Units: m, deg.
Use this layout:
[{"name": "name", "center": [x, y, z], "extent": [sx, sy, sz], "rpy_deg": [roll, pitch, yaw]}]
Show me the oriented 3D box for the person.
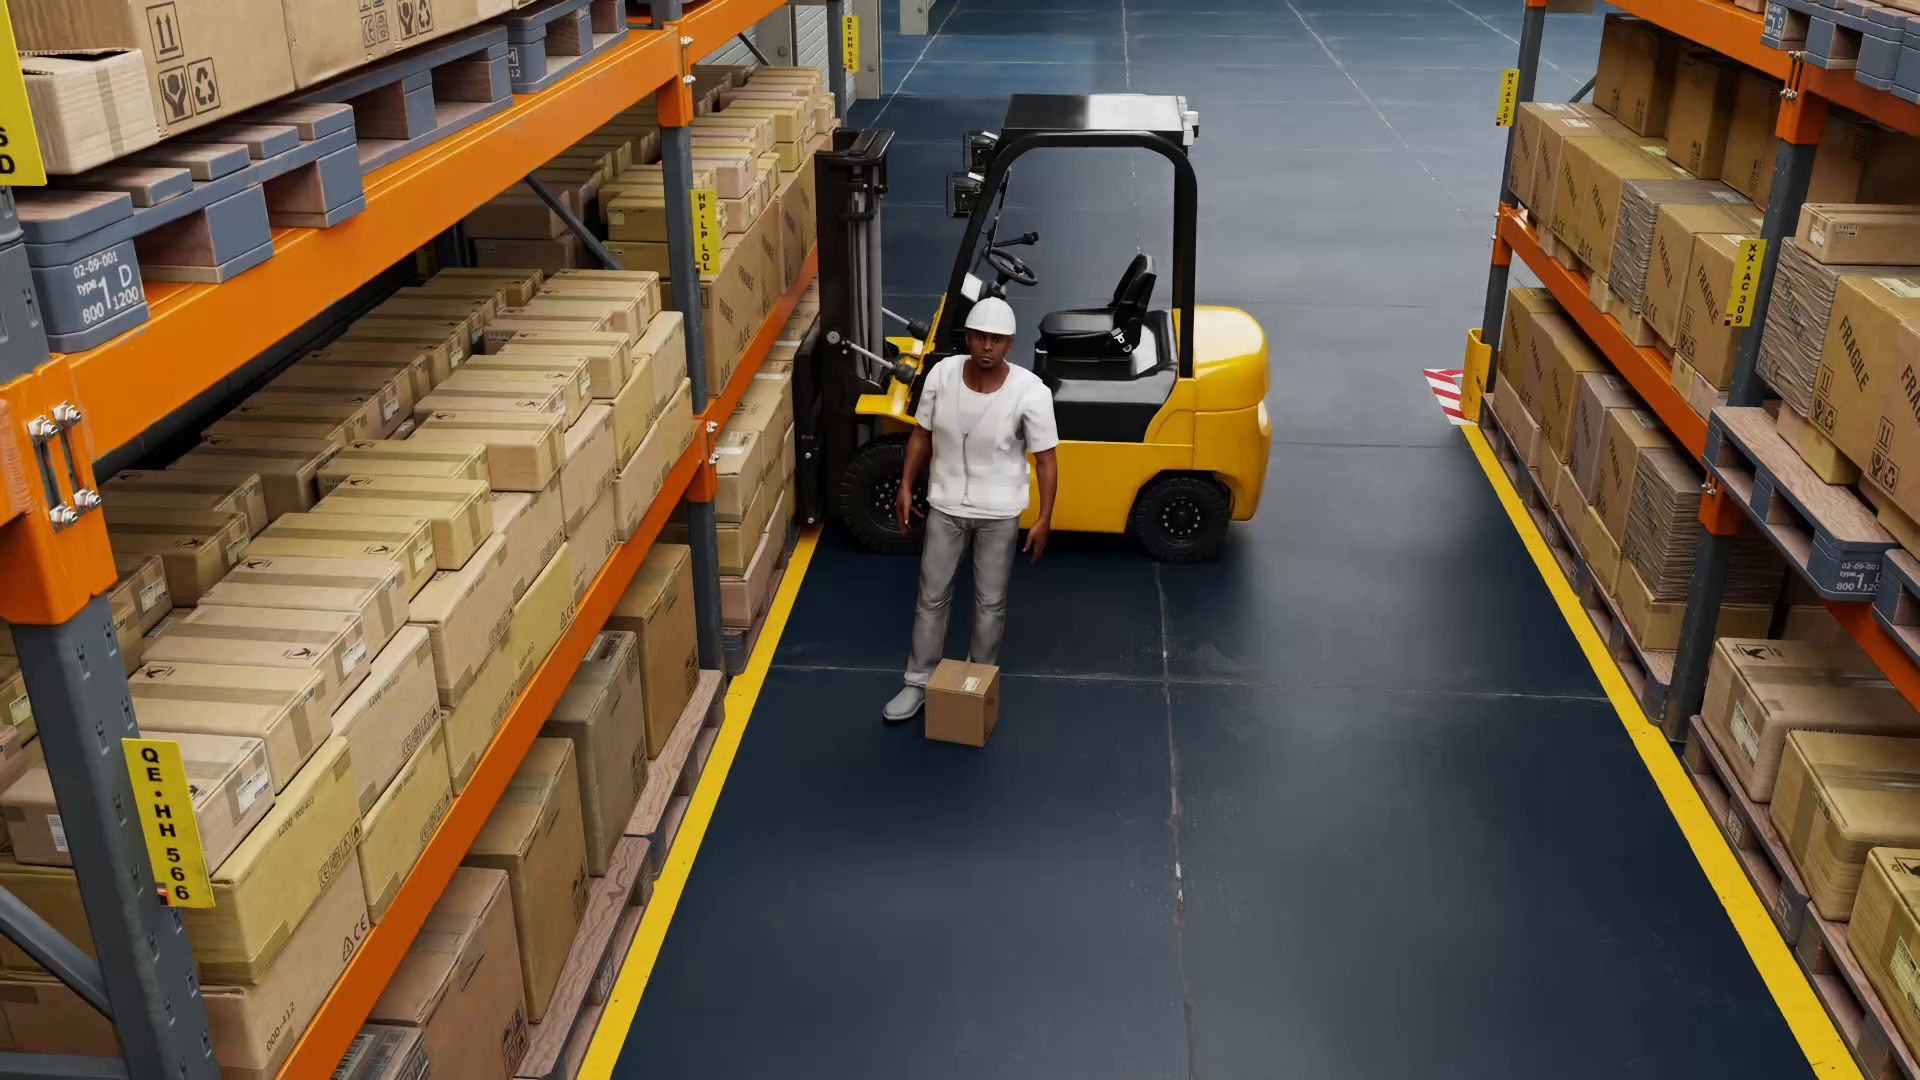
[{"name": "person", "center": [0.042, -0.105, 6.784], "extent": [0.665, 1.765, 0.577], "rpy_deg": [8, 25, 16]}]
